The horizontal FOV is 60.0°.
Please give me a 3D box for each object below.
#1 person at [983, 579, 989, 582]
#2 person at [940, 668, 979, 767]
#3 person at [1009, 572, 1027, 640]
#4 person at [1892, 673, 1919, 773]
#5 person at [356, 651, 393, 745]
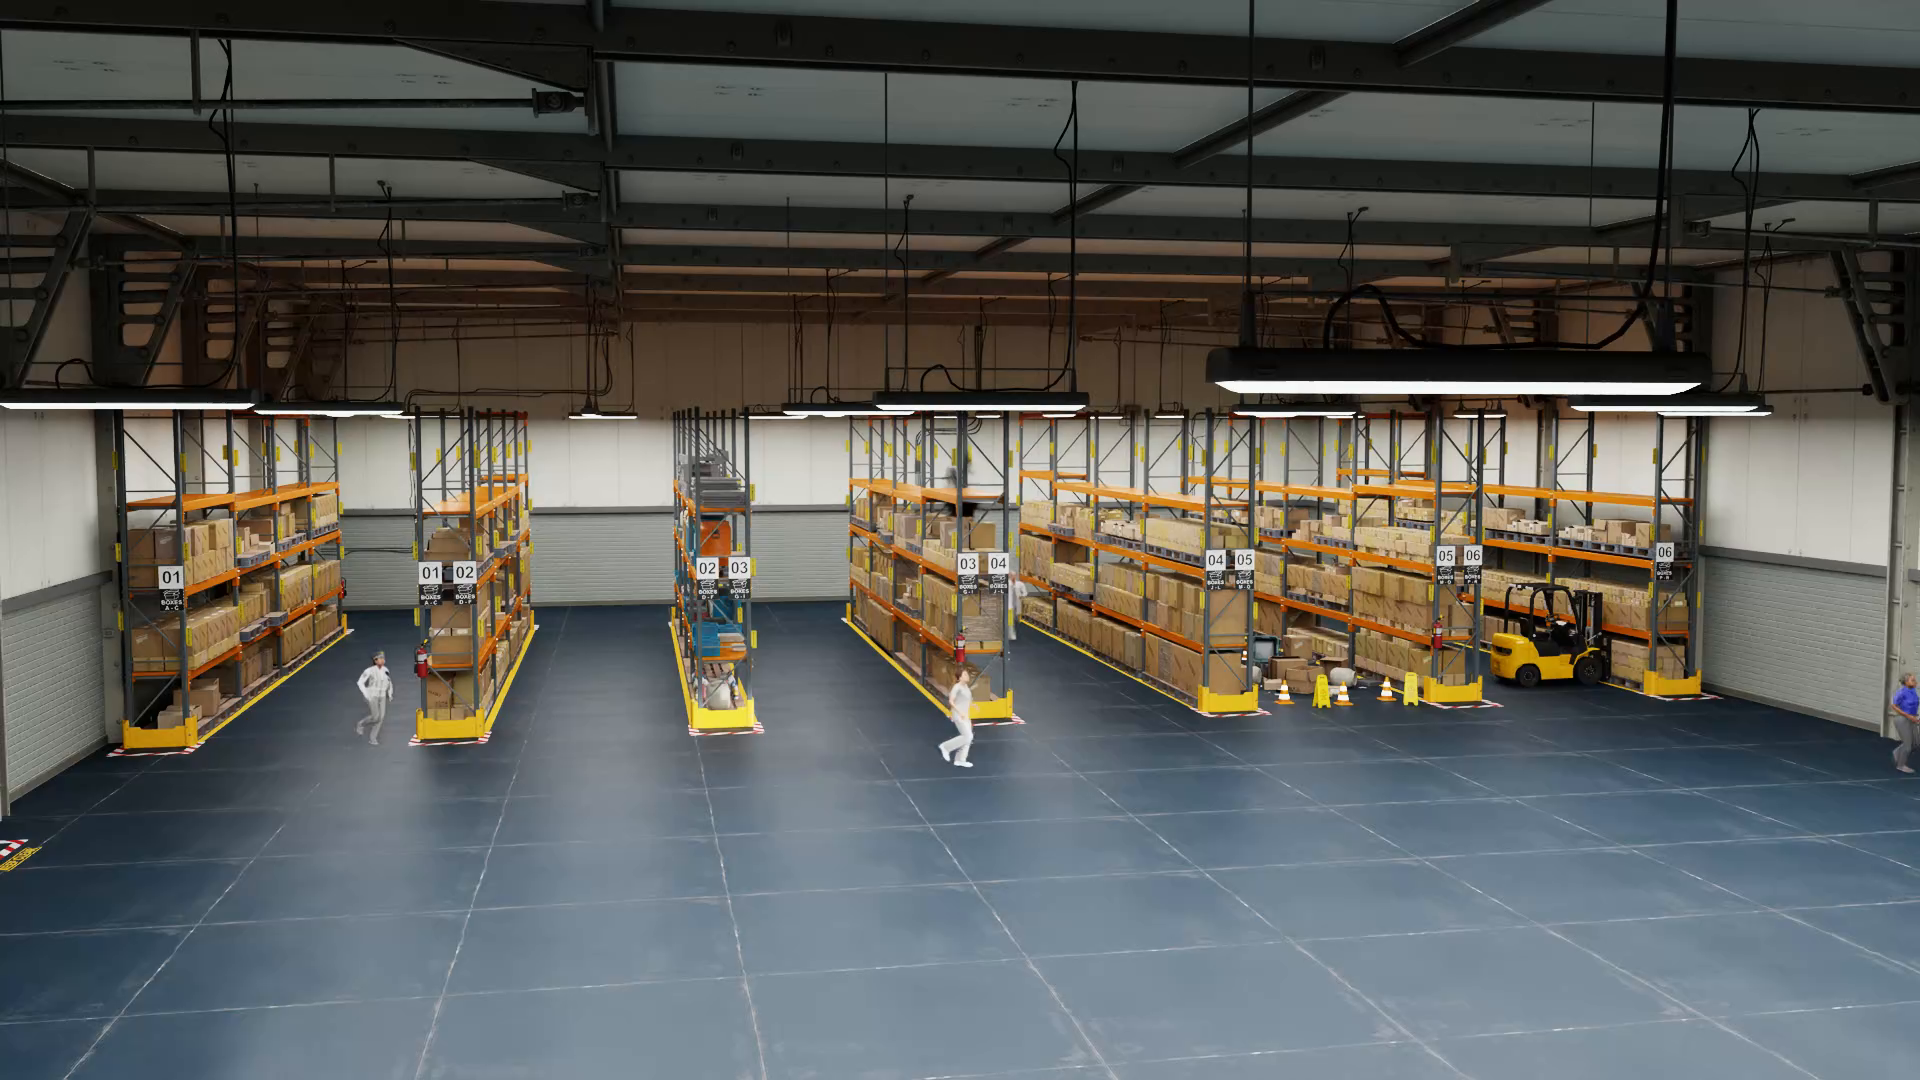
[{"bbox_3d":[0.441,1.435,48.717,0.834,1.639,0.645,1,4,19],"label":"person"},{"bbox_3d":[0.006,2.946,27.698,0.605,1.638,0.560,1,4,20],"label":"person"},{"bbox_3d":[1.403,1.707,43.762,0.728,1.759,1.034,0,4,-6],"label":"person"},{"bbox_3d":[15.455,2.990,27.156,0.582,1.608,0.552,-2,5,-27],"label":"person"},{"bbox_3d":[-10.383,2.797,29.690,0.544,1.622,0.659,3,5,39],"label":"person"}]
